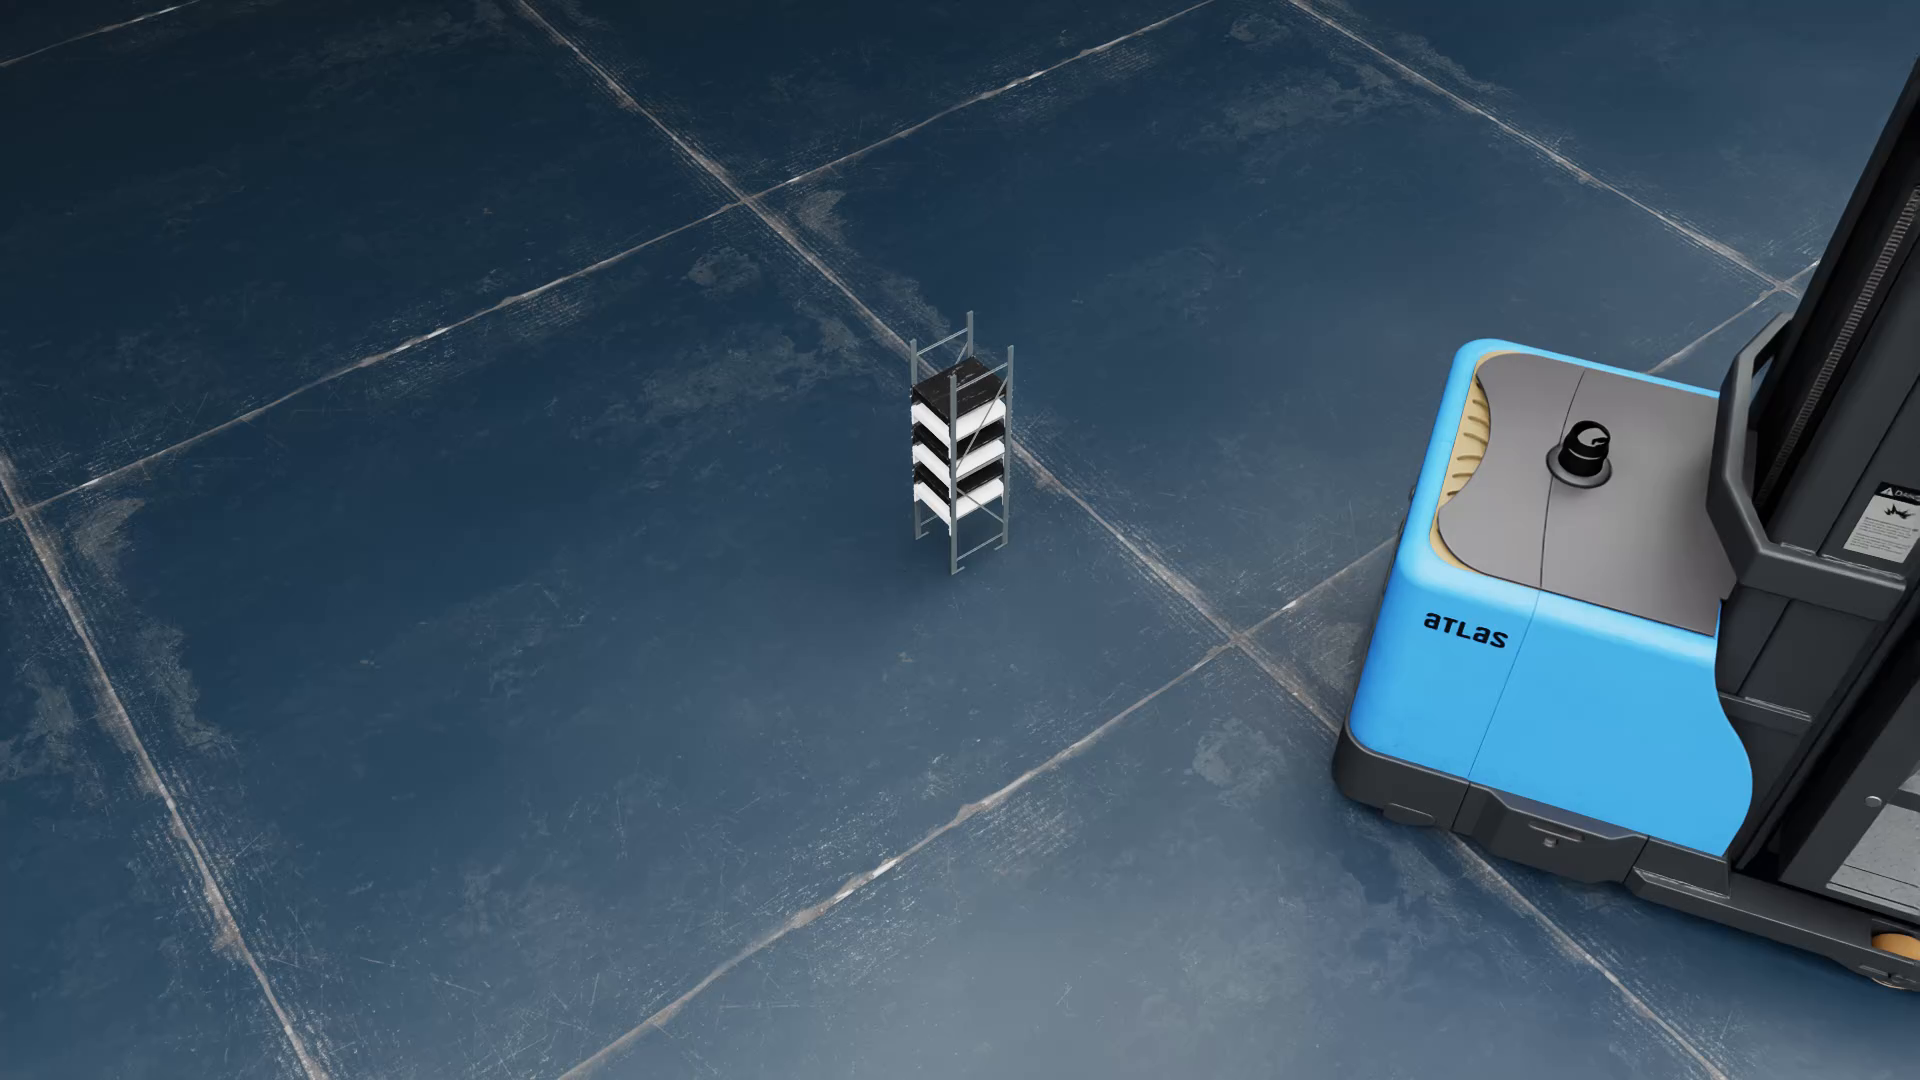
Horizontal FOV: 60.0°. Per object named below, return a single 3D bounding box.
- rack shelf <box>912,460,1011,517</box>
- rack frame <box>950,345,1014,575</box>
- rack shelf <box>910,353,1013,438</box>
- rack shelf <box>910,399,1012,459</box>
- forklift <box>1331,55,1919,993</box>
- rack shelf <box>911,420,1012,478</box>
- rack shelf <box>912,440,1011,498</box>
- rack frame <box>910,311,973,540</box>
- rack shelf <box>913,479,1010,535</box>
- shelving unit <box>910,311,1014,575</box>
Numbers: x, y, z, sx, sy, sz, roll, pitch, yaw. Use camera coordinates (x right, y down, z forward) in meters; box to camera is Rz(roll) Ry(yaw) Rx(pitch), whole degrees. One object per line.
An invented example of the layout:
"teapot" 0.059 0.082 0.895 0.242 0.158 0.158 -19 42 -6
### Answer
"rack shelf" 0.005 -0.215 5.504 0.258 0.077 0.200 -29 54 -24
"rack frame" 0.066 -0.237 5.358 0.240 0.900 0.006 -29 54 -24
"rack shelf" 0.005 -0.456 5.237 0.258 0.077 0.200 -29 54 -24
"rack shelf" 0.005 -0.396 5.304 0.258 0.077 0.200 -29 54 -24
"forklift" 2.690 -0.138 3.897 3.031 2.935 1.130 16 50 14
"rack shelf" 0.005 -0.336 5.370 0.258 0.077 0.200 -29 54 -24
"rack shelf" 0.005 -0.275 5.437 0.258 0.077 0.200 -29 54 -24
"rack frame" -0.057 -0.357 5.467 0.240 0.900 0.006 -29 54 -24
"rack shelf" 0.005 -0.154 5.570 0.258 0.077 0.200 -29 54 -24
"shelving unit" 0.005 -0.297 5.412 0.258 0.900 0.210 -29 54 -24
